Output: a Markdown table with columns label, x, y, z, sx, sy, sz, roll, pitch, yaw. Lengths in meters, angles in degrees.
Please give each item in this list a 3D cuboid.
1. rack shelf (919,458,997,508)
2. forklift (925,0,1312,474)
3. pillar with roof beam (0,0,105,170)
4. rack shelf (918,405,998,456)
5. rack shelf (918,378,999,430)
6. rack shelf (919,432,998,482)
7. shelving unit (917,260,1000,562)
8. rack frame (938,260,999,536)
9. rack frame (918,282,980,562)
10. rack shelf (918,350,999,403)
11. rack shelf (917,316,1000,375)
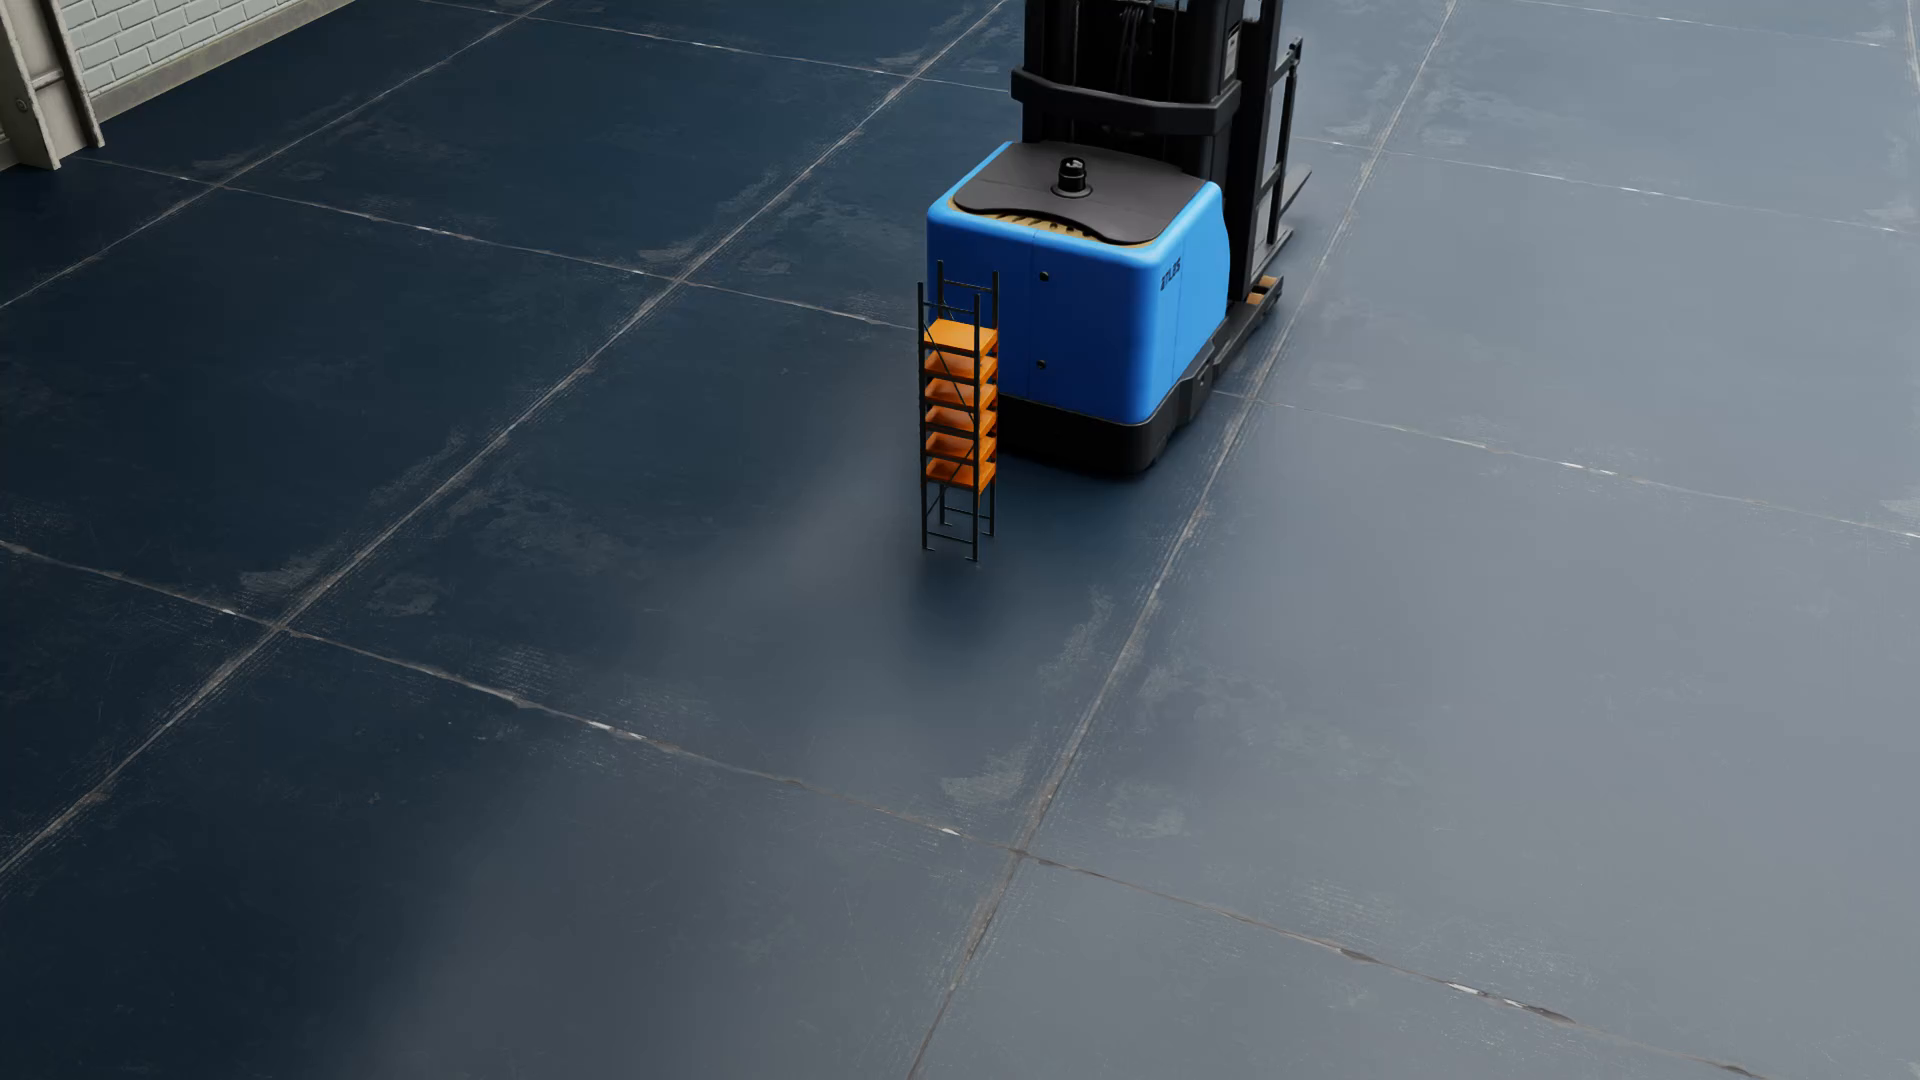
| label | x | y | z | sx | sy | sz | roll | pitch | yaw |
| --- | --- | --- | --- | --- | --- | --- | --- | --- | --- |
| rack shelf | -0.006 | -0.245 | 6.550 | 0.258 | 0.103 | 0.180 | 14 | 39 | 18 |
| forklift | 0.956 | -2.325 | 7.413 | 1.130 | 2.935 | 3.031 | 17 | 40 | 21 |
| pillar with roof beam | -1.322 | -4.906 | 5.798 | 9.100 | 9.000 | 0.400 | 14 | 39 | 18 |
| rack shelf | -0.006 | -0.437 | 6.407 | 0.258 | 0.103 | 0.180 | 14 | 39 | 18 |
| rack shelf | -0.006 | -0.533 | 6.335 | 0.258 | 0.103 | 0.180 | 14 | 39 | 18 |
| rack shelf | -0.006 | -0.341 | 6.479 | 0.258 | 0.103 | 0.180 | 14 | 39 | 18 |
| shelving unit | -0.006 | -0.473 | 6.380 | 0.258 | 1.200 | 0.189 | 14 | 39 | 18 |
| rack frame | 0.029 | -0.523 | 6.448 | 0.240 | 1.200 | 0.006 | 14 | 39 | 18 |
| rack frame | -0.040 | -0.422 | 6.312 | 0.240 | 1.200 | 0.006 | 14 | 39 | 18 |
| rack shelf | -0.006 | -0.629 | 6.263 | 0.258 | 0.103 | 0.180 | 14 | 39 | 18 |
| rack shelf | -0.006 | -0.725 | 6.191 | 0.258 | 0.103 | 0.180 | 14 | 39 | 18 |
